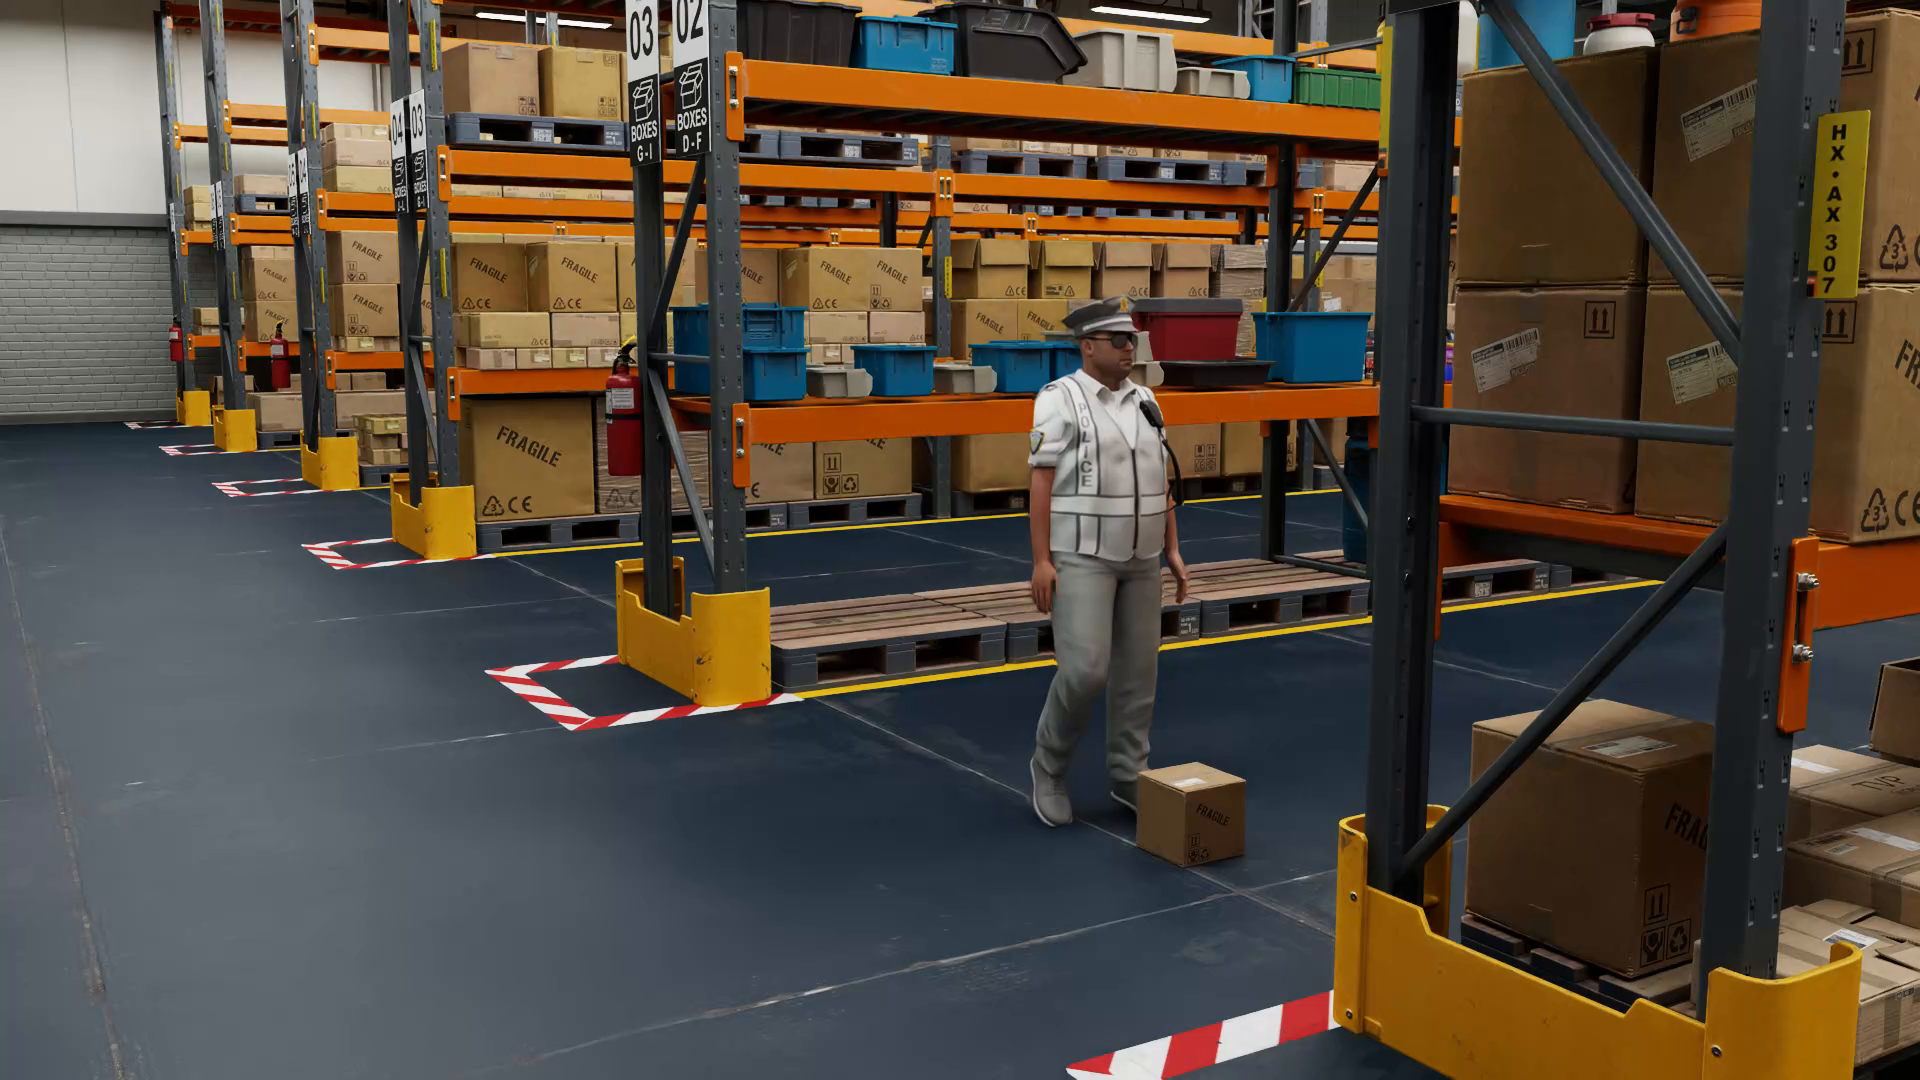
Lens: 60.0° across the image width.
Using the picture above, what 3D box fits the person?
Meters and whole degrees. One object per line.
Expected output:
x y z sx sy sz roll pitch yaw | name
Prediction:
0.526 0.080 5.667 0.567 1.815 0.488 -5 9 -31 | person
